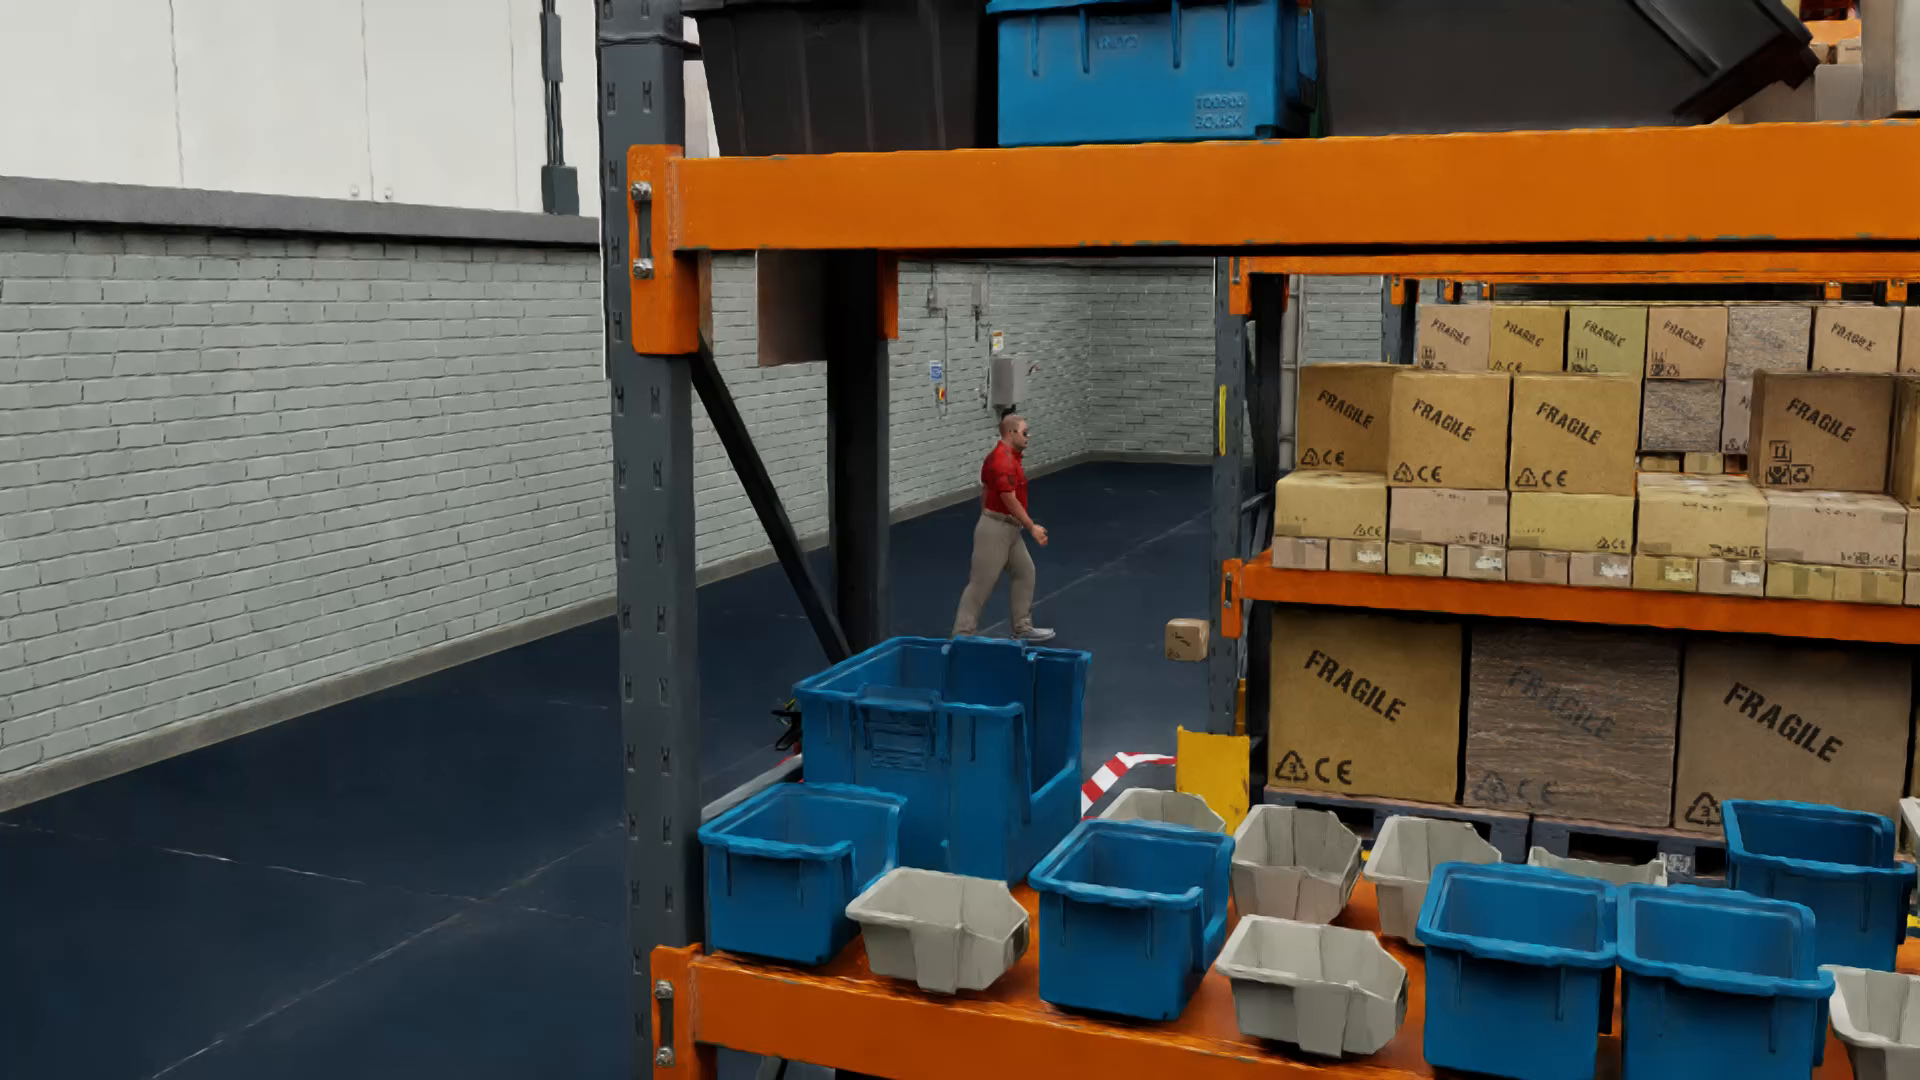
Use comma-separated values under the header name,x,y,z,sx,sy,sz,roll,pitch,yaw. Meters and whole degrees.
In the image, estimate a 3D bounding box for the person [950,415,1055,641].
name,x,y,z,sx,sy,sz,roll,pitch,yaw
person,0.303,-0.053,11.837,0.765,1.683,0.655,0,9,2
